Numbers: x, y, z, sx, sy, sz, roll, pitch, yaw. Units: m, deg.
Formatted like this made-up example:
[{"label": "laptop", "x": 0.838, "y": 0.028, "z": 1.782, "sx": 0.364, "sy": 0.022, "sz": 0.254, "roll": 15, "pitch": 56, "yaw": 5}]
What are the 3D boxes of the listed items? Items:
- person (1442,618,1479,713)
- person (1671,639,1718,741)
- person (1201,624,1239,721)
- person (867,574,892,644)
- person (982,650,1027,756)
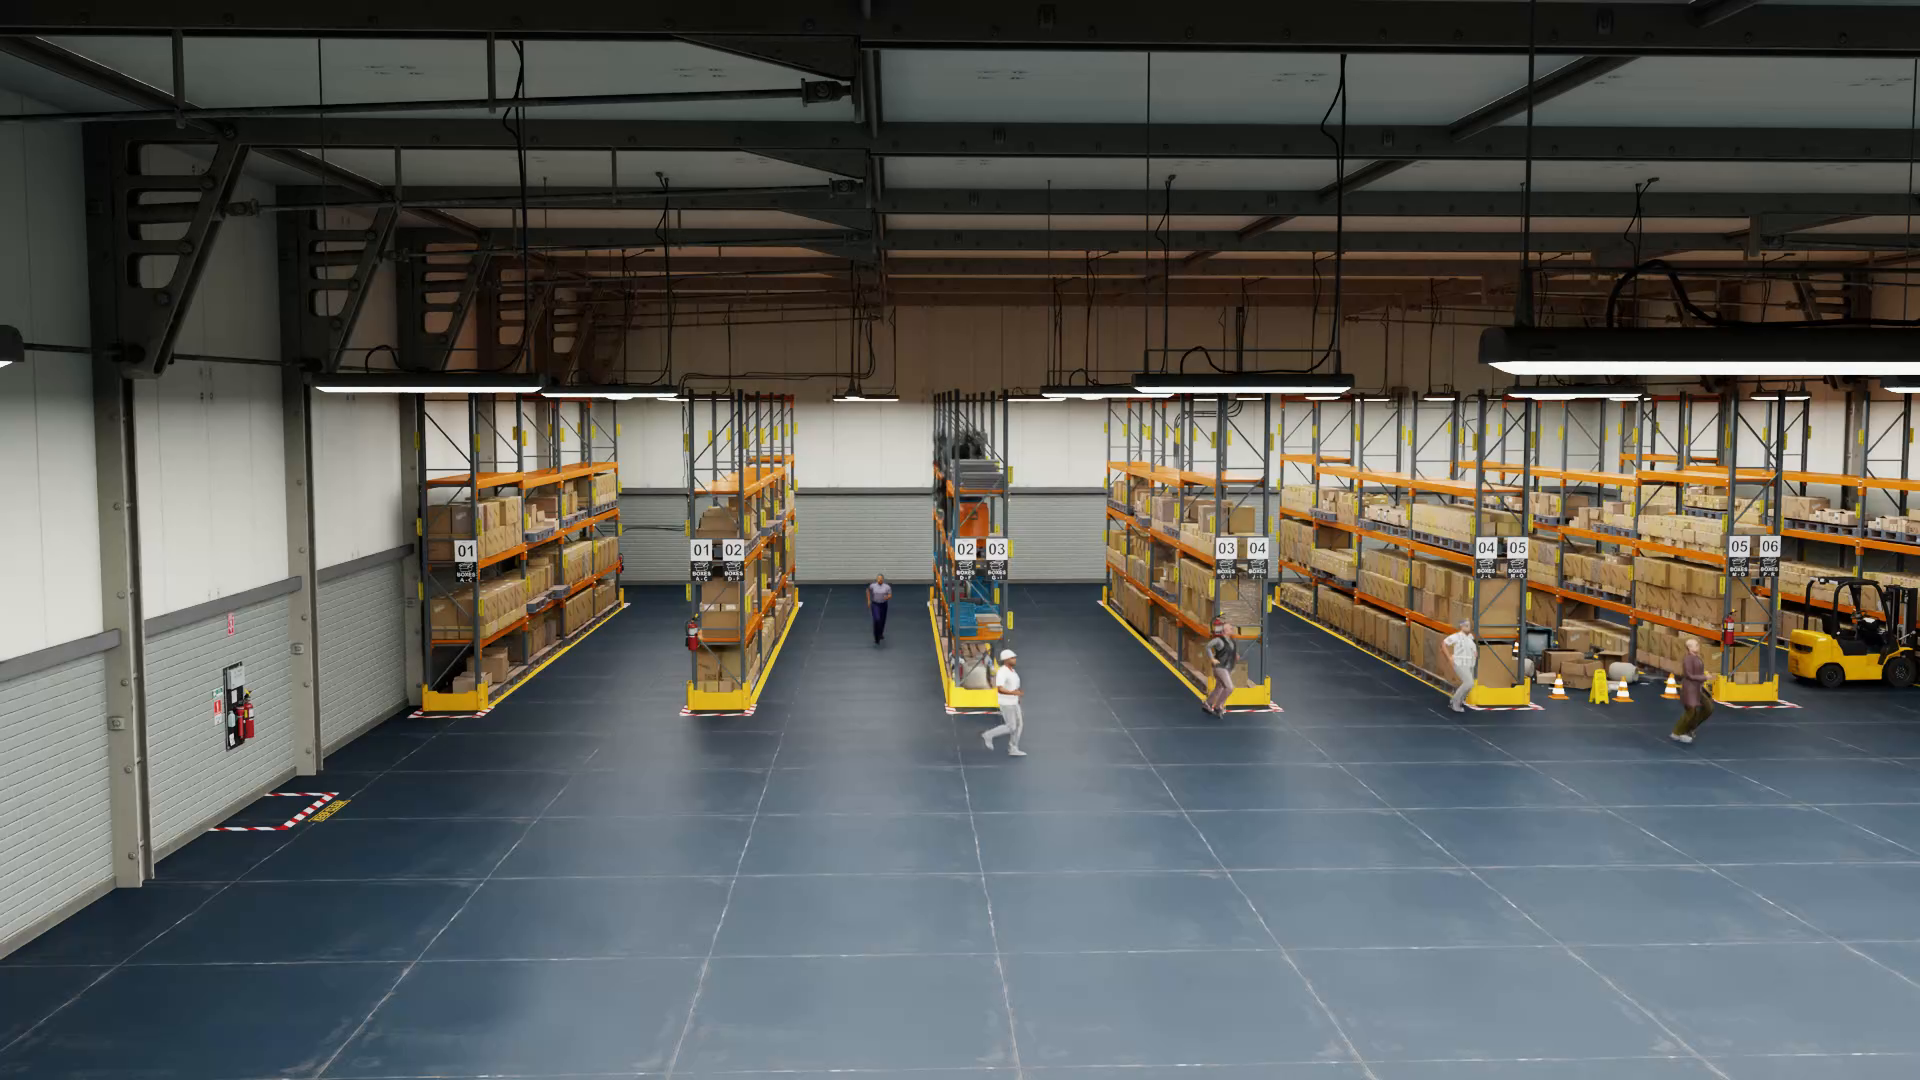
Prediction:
[{"label": "person", "x": 9.395, "y": 2.329, "z": 30.967, "sx": 0.663, "sy": 1.763, "sz": 0.615, "roll": -4, "pitch": 6, "yaw": -38}, {"label": "person", "x": 12.438, "y": 2.550, "z": 28.126, "sx": 0.722, "sy": 1.751, "sz": 0.703, "roll": 4, "pitch": 6, "yaw": 41}, {"label": "person", "x": 4.795, "y": 2.395, "z": 30.445, "sx": 0.703, "sy": 1.729, "sz": 0.674, "roll": 4, "pitch": 6, "yaw": 40}, {"label": "person", "x": -1.928, "y": 1.651, "z": 39.972, "sx": 0.570, "sy": 1.707, "sz": 0.821, "roll": -1, "pitch": 5, "yaw": -13}, {"label": "person", "x": 0.741, "y": 2.646, "z": 27.086, "sx": 0.733, "sy": 1.732, "sz": 0.708, "roll": 1, "pitch": 5, "yaw": 17}]
